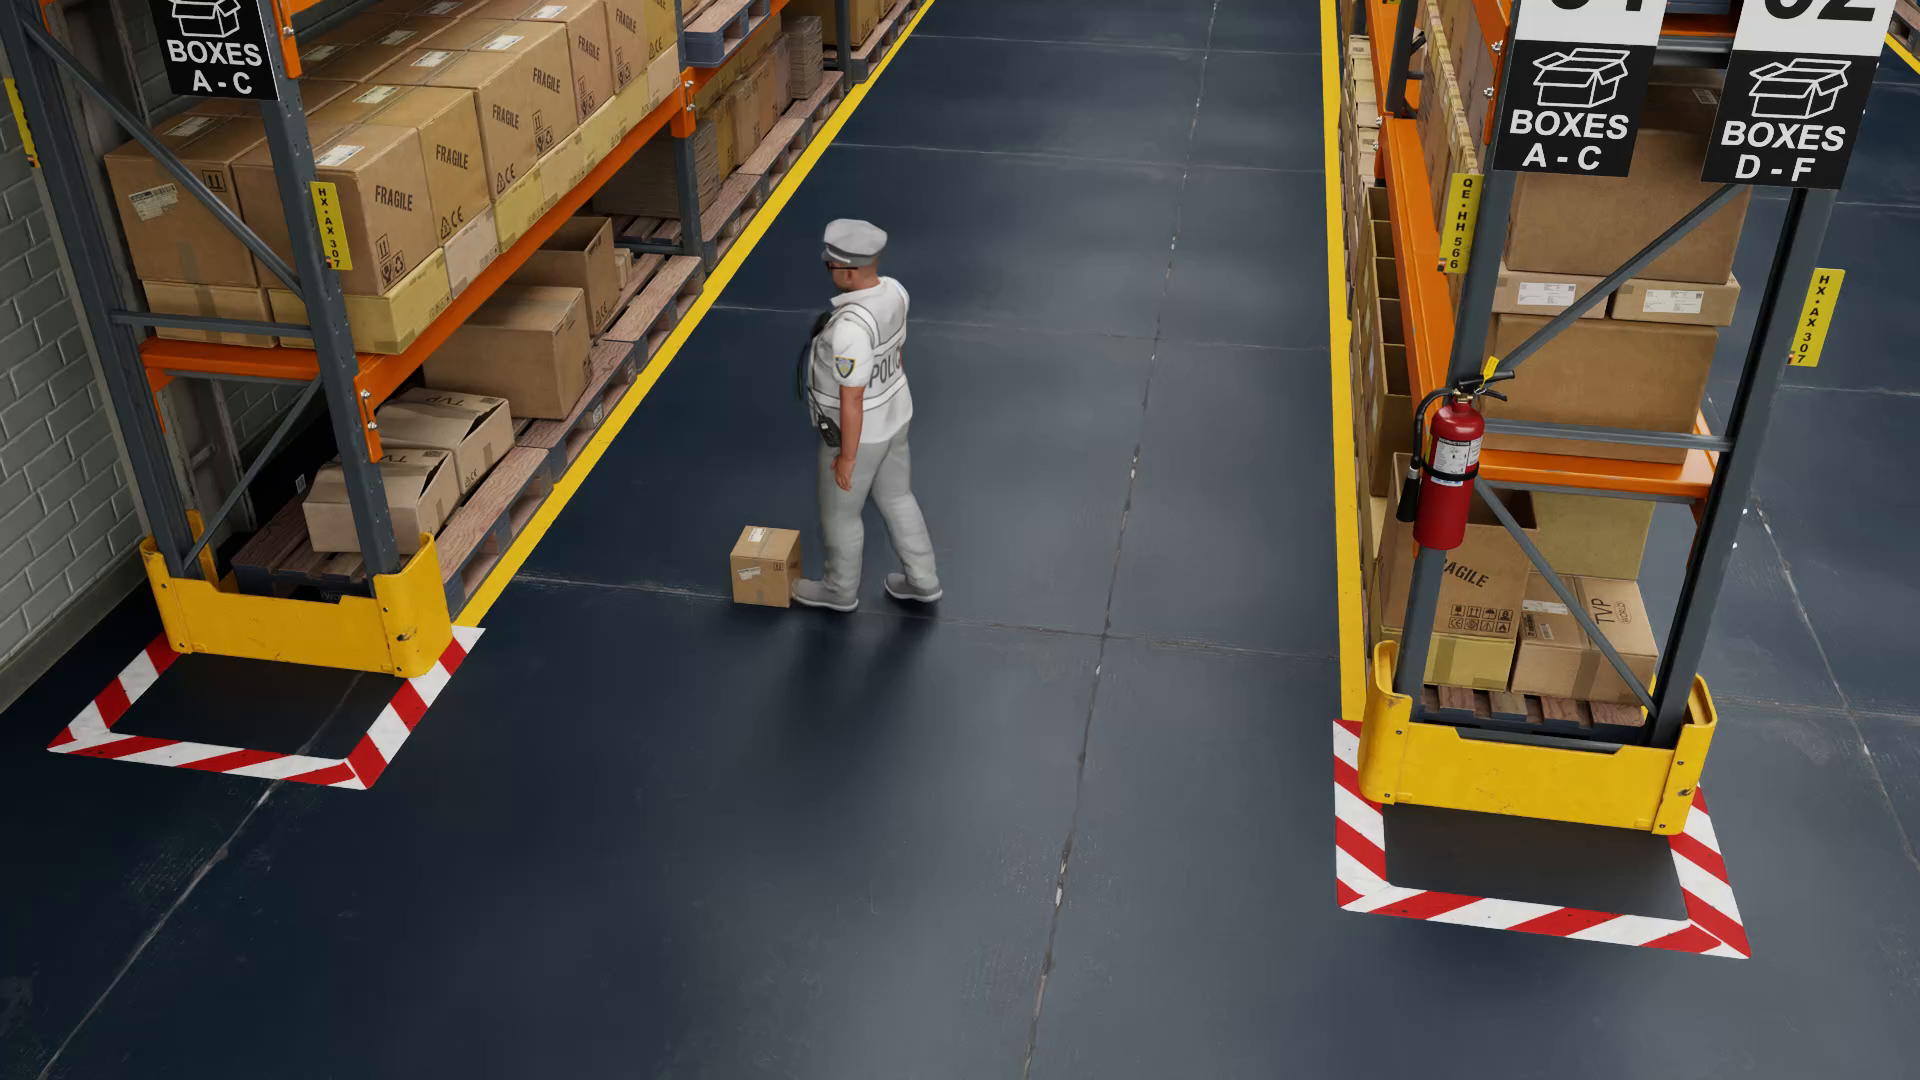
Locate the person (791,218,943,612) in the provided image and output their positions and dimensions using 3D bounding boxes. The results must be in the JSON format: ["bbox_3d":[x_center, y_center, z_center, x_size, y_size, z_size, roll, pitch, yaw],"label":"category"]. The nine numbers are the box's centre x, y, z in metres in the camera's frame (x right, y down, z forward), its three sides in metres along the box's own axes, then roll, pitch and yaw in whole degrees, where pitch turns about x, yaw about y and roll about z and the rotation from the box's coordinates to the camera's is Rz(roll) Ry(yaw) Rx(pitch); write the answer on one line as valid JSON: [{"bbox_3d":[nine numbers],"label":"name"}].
[{"bbox_3d":[-0.411,-0.479,6.873,0.667,1.755,0.553,15,35,22],"label":"person"}]
